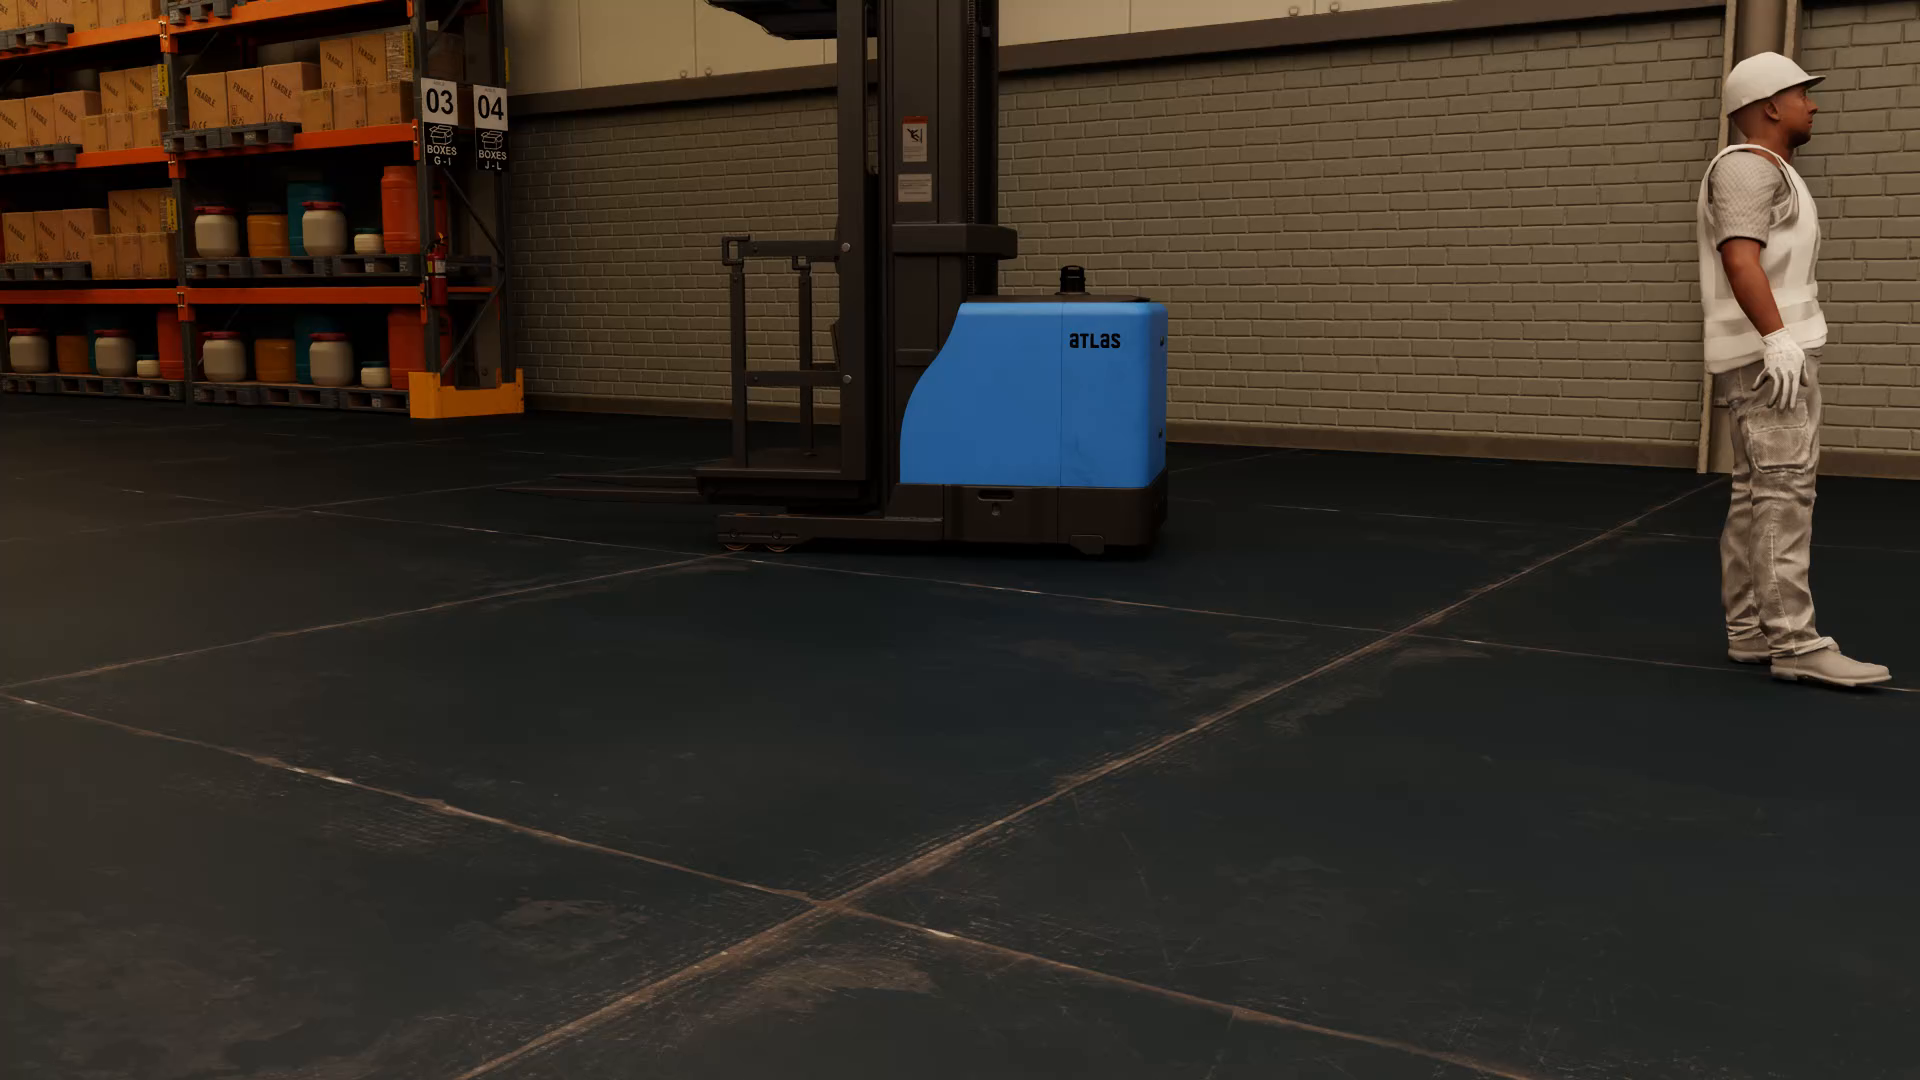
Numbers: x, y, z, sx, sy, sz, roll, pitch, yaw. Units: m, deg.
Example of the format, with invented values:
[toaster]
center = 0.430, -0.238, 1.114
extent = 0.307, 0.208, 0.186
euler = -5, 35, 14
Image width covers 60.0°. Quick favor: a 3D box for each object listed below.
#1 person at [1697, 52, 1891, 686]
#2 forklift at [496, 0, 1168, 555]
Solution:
[person]
center = 2.437, -0.516, 4.845
extent = 0.575, 1.785, 0.656
euler = 4, 9, 26
[forklift]
center = -0.596, -1.469, 7.520
extent = 3.031, 2.935, 1.130
euler = 2, 8, 12
